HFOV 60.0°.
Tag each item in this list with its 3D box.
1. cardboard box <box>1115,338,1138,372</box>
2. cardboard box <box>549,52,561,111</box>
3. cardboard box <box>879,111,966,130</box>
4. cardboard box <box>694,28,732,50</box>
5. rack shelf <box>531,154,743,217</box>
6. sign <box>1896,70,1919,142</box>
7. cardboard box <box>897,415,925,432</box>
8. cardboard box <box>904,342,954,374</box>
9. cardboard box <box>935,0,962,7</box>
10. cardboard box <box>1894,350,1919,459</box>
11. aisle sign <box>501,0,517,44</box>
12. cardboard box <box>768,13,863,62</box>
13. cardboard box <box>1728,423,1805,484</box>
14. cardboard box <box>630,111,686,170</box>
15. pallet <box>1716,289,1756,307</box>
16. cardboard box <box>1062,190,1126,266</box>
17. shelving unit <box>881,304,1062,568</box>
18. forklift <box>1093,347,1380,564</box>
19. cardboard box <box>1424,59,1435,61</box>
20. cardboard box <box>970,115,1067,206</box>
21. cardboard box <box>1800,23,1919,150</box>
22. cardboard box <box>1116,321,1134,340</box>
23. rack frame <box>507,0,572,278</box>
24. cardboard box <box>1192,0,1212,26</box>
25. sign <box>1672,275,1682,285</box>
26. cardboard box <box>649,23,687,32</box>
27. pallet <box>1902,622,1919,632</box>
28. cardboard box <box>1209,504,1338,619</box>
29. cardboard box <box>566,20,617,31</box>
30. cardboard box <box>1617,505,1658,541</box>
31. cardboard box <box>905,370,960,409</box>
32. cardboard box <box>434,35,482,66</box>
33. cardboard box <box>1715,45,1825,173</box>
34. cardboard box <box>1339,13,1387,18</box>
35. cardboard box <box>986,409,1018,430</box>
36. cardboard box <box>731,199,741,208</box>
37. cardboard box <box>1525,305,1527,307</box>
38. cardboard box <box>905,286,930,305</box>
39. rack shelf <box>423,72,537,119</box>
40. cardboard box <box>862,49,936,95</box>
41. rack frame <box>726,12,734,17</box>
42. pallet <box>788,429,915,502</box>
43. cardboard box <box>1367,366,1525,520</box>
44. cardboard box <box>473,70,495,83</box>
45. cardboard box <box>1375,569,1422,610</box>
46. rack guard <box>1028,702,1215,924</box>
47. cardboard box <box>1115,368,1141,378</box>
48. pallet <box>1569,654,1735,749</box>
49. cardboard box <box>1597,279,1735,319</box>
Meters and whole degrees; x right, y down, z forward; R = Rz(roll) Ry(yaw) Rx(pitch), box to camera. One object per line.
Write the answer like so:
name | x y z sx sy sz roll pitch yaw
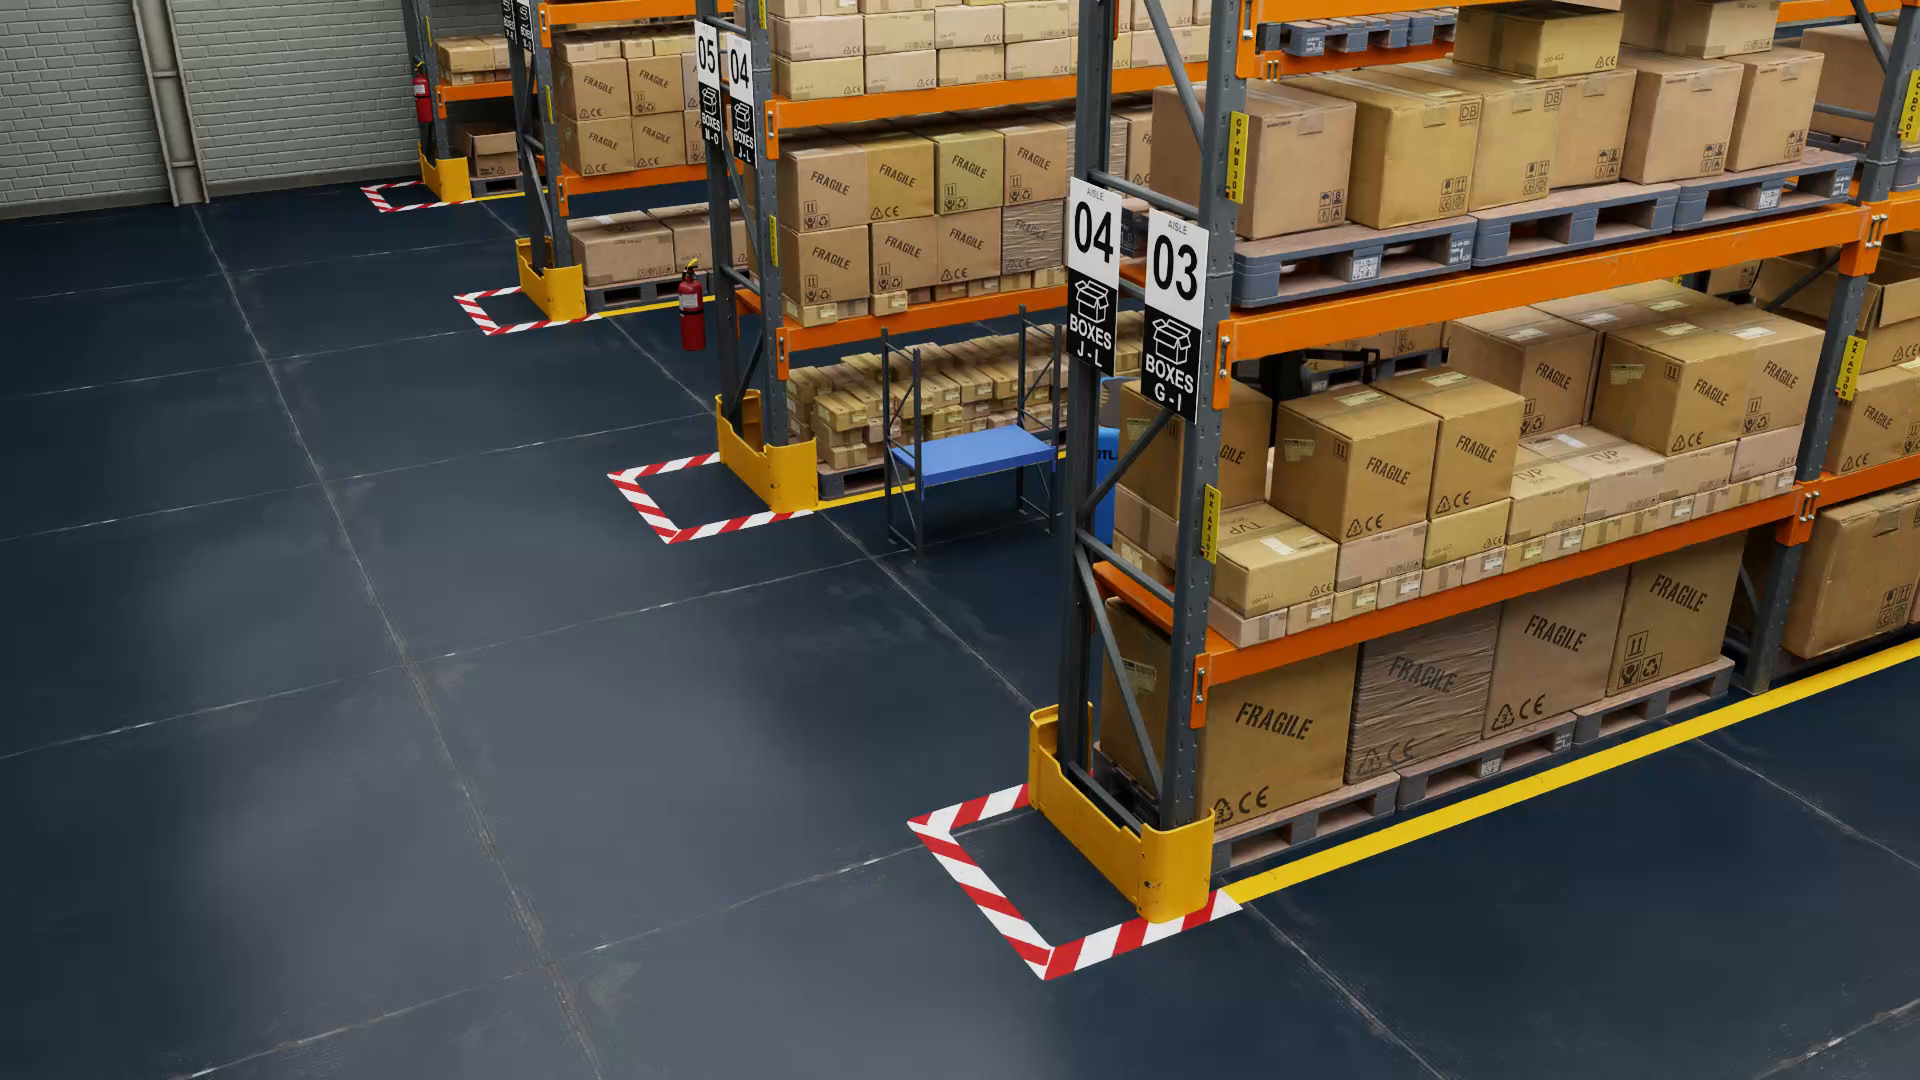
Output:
cardboard box | 1.177 -1.438 12.900 0.250 0.149 0.380 -12 28 -23
cardboard box | -3.577 -4.321 15.513 0.500 0.500 0.500 -12 28 -23
cardboard box | -0.284 -2.797 11.995 0.500 0.500 0.500 -11 28 -23
cardboard box | -2.296 -4.650 15.448 0.250 0.149 0.380 -13 28 -25
rack shelf | -2.126 -3.719 16.362 4.000 0.370 1.077 -13 29 -25
sign | 4.564 -2.075 7.953 0.005 0.325 0.100 -13 29 -25
cardboard box | -0.447 -0.931 12.188 0.250 0.149 0.380 -13 28 -24
cardboard box | -0.238 -1.378 12.776 0.250 0.149 0.380 -12 28 -23
cardboard box | -0.180 -3.649 11.055 0.250 0.149 0.380 -12 28 -24
cardboard box | 5.269 -0.812 9.360 0.500 0.500 0.500 -13 29 -25
aisle sign | -4.100 -4.912 15.011 0.004 0.787 0.394 -13 29 -25
cardboard box | -0.954 -3.268 10.722 0.500 0.250 0.500 -13 28 -24
cardboard box | 4.036 -0.542 8.744 0.500 0.250 0.500 -14 29 -26
cardboard box | -2.899 -3.783 15.548 0.500 0.500 0.500 -13 29 -26
pallet | 7.393 -2.517 16.249 1.213 0.211 1.003 -13 29 -25
cardboard box | 0.865 -2.348 12.215 0.500 0.500 0.500 -13 29 -25
shelving unit | 0.075 -0.693 10.962 1.048 1.500 0.538 -13 29 -25
forklift | 2.286 -1.135 10.228 3.031 2.935 1.130 4 26 9
cardboard box | 5.467 -5.744 19.552 0.250 0.149 0.380 -13 29 -25
cardboard box | 0.408 -2.694 11.781 0.500 0.500 0.500 -14 29 -27
cardboard box | 4.809 -2.375 8.664 0.500 0.500 0.700 -12 28 -24
cardboard box | 1.185 -1.658 13.360 0.250 0.149 0.380 -13 29 -26
rack frame | -3.891 -3.636 15.358 0.127 3.000 1.000 -13 29 -25
cardboard box | 1.770 -3.900 12.037 0.500 0.250 0.500 -14 29 -28
sign | 4.038 -1.358 9.366 0.005 0.325 0.100 -13 29 -25
cardboard box | -2.762 -4.781 15.723 0.250 0.149 0.380 -13 29 -26
pallet | 6.025 0.155 10.684 1.213 0.211 1.003 -13 29 -25
cardboard box | 1.323 0.087 7.432 0.500 0.250 0.500 -14 29 -26
cardboard box | -4.379 -6.231 19.725 0.500 0.500 0.500 -12 28 -24
cardboard box | 3.279 -0.156 8.399 0.250 0.149 0.380 -12 28 -24
cardboard box | -0.201 -1.102 12.201 0.250 0.149 0.380 -15 29 -28
cardboard box | -5.949 -5.793 19.679 0.500 0.250 0.500 -12 28 -24
cardboard box | 3.640 -2.115 8.008 0.500 0.500 0.700 -15 29 -28
cardboard box | 2.932 -4.181 12.645 0.500 0.311 0.500 -13 29 -26
cardboard box | 0.267 -0.909 12.486 0.250 0.149 0.380 -15 29 -28
cardboard box | -1.755 -3.216 16.957 0.875 0.438 0.875 -14 29 -27
cardboard box | 4.669 -2.120 14.602 0.500 0.500 0.500 -12 28 -23
cardboard box | -0.400 -1.801 11.826 0.250 0.149 0.380 -12 28 -23
rack shelf | -4.465 -5.614 20.308 4.000 0.370 1.077 -13 29 -25
cardboard box | -0.489 -3.150 11.053 0.500 0.250 0.500 -12 28 -23
rack frame | -2.700 -6.346 21.001 0.127 3.000 1.000 -13 29 -25
pallet | -0.672 -0.677 12.415 1.213 0.211 1.003 -13 29 -25
cardboard box | 2.219 -0.460 7.706 0.500 0.500 0.500 -14 29 -26
cardboard box | -5.608 -5.449 19.425 0.250 0.149 0.380 -12 28 -24
cardboard box | 1.922 0.157 7.748 0.250 0.149 0.380 -13 29 -26
rack guard | 0.751 1.280 8.006 0.348 0.500 1.175 -13 29 -25
cardboard box | 1.200 -1.299 12.954 0.250 0.149 0.380 -13 28 -25
pallet | 3.594 0.716 9.515 1.213 0.211 1.003 -13 29 -25
cardboard box | 3.759 -1.071 8.978 0.500 0.500 0.500 -13 29 -25
